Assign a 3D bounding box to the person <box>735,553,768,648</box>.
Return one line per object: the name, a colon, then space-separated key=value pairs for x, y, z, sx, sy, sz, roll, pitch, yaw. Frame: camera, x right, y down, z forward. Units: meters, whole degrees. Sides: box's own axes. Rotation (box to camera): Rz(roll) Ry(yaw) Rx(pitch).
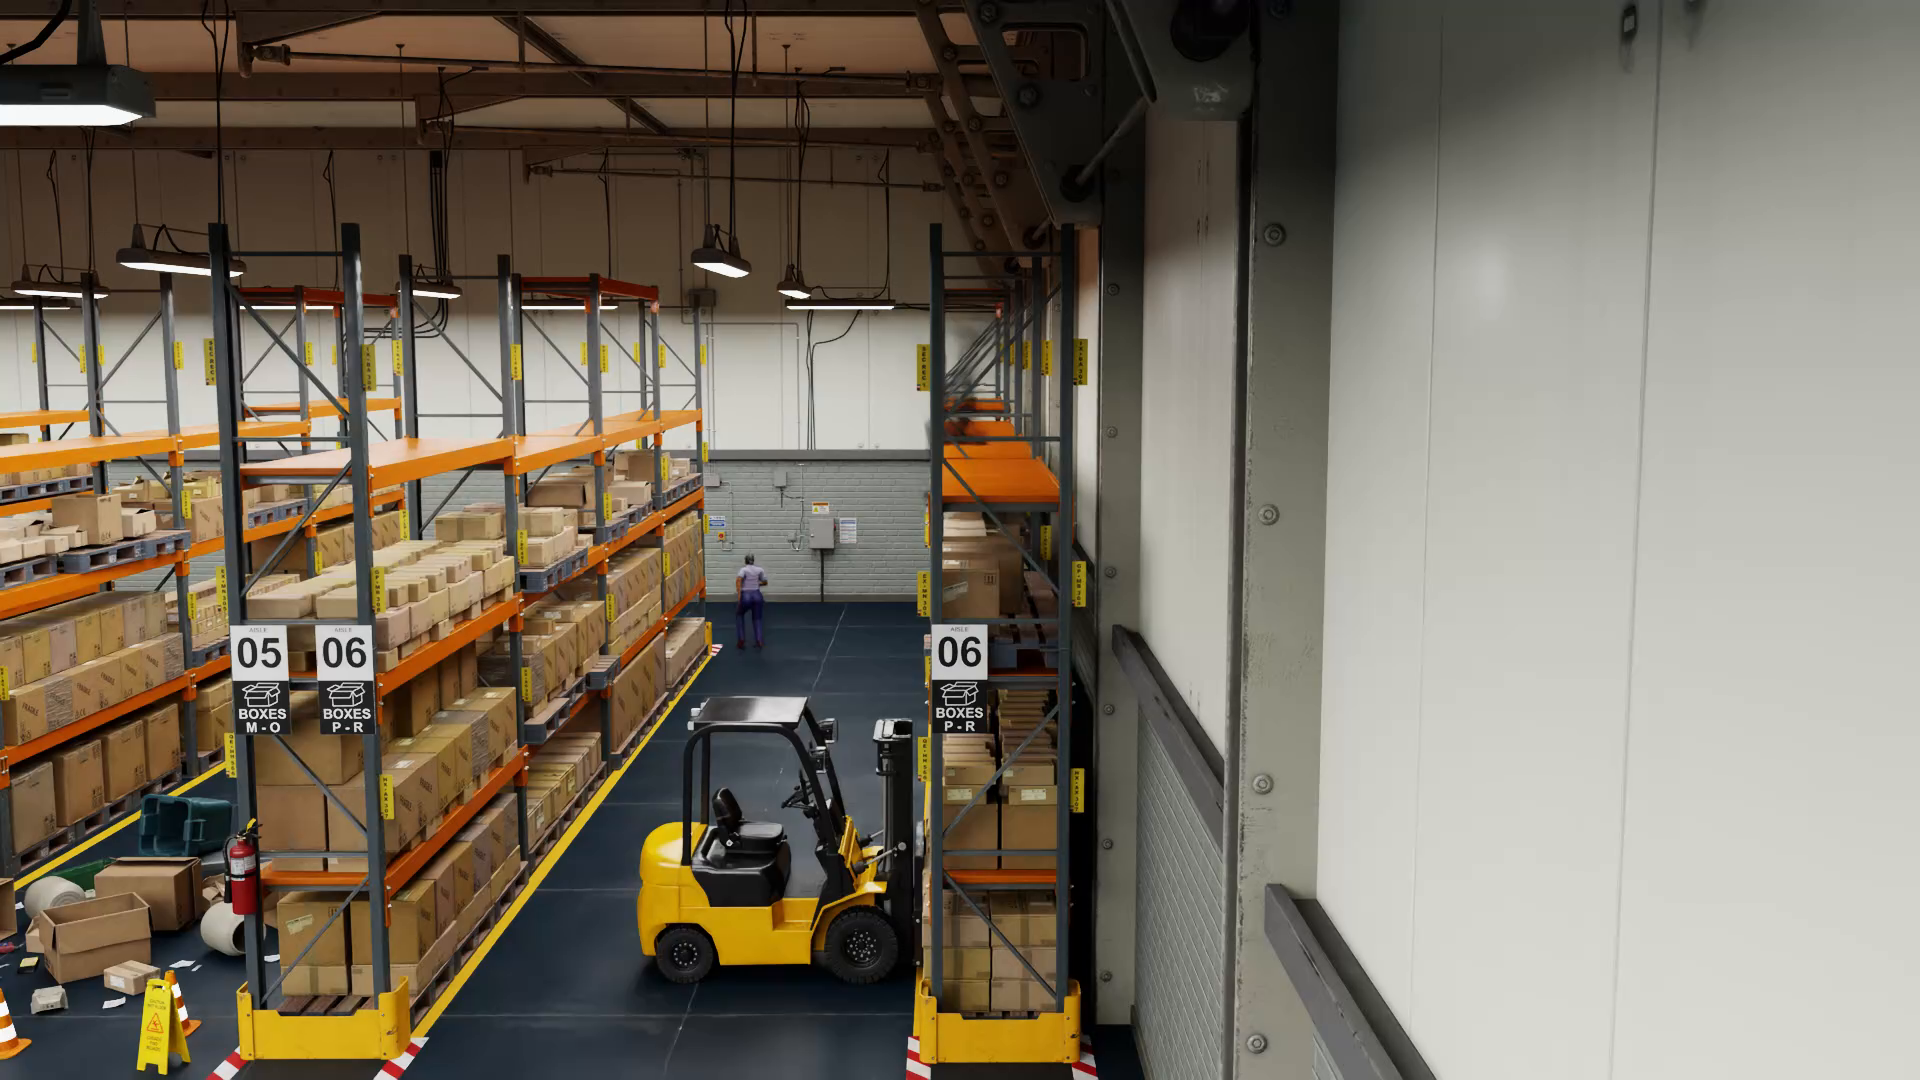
person: x=-3.558 y=1.067 z=28.339 sx=0.624 sy=1.684 sz=0.790 roll=-3 pitch=7 yaw=-23
